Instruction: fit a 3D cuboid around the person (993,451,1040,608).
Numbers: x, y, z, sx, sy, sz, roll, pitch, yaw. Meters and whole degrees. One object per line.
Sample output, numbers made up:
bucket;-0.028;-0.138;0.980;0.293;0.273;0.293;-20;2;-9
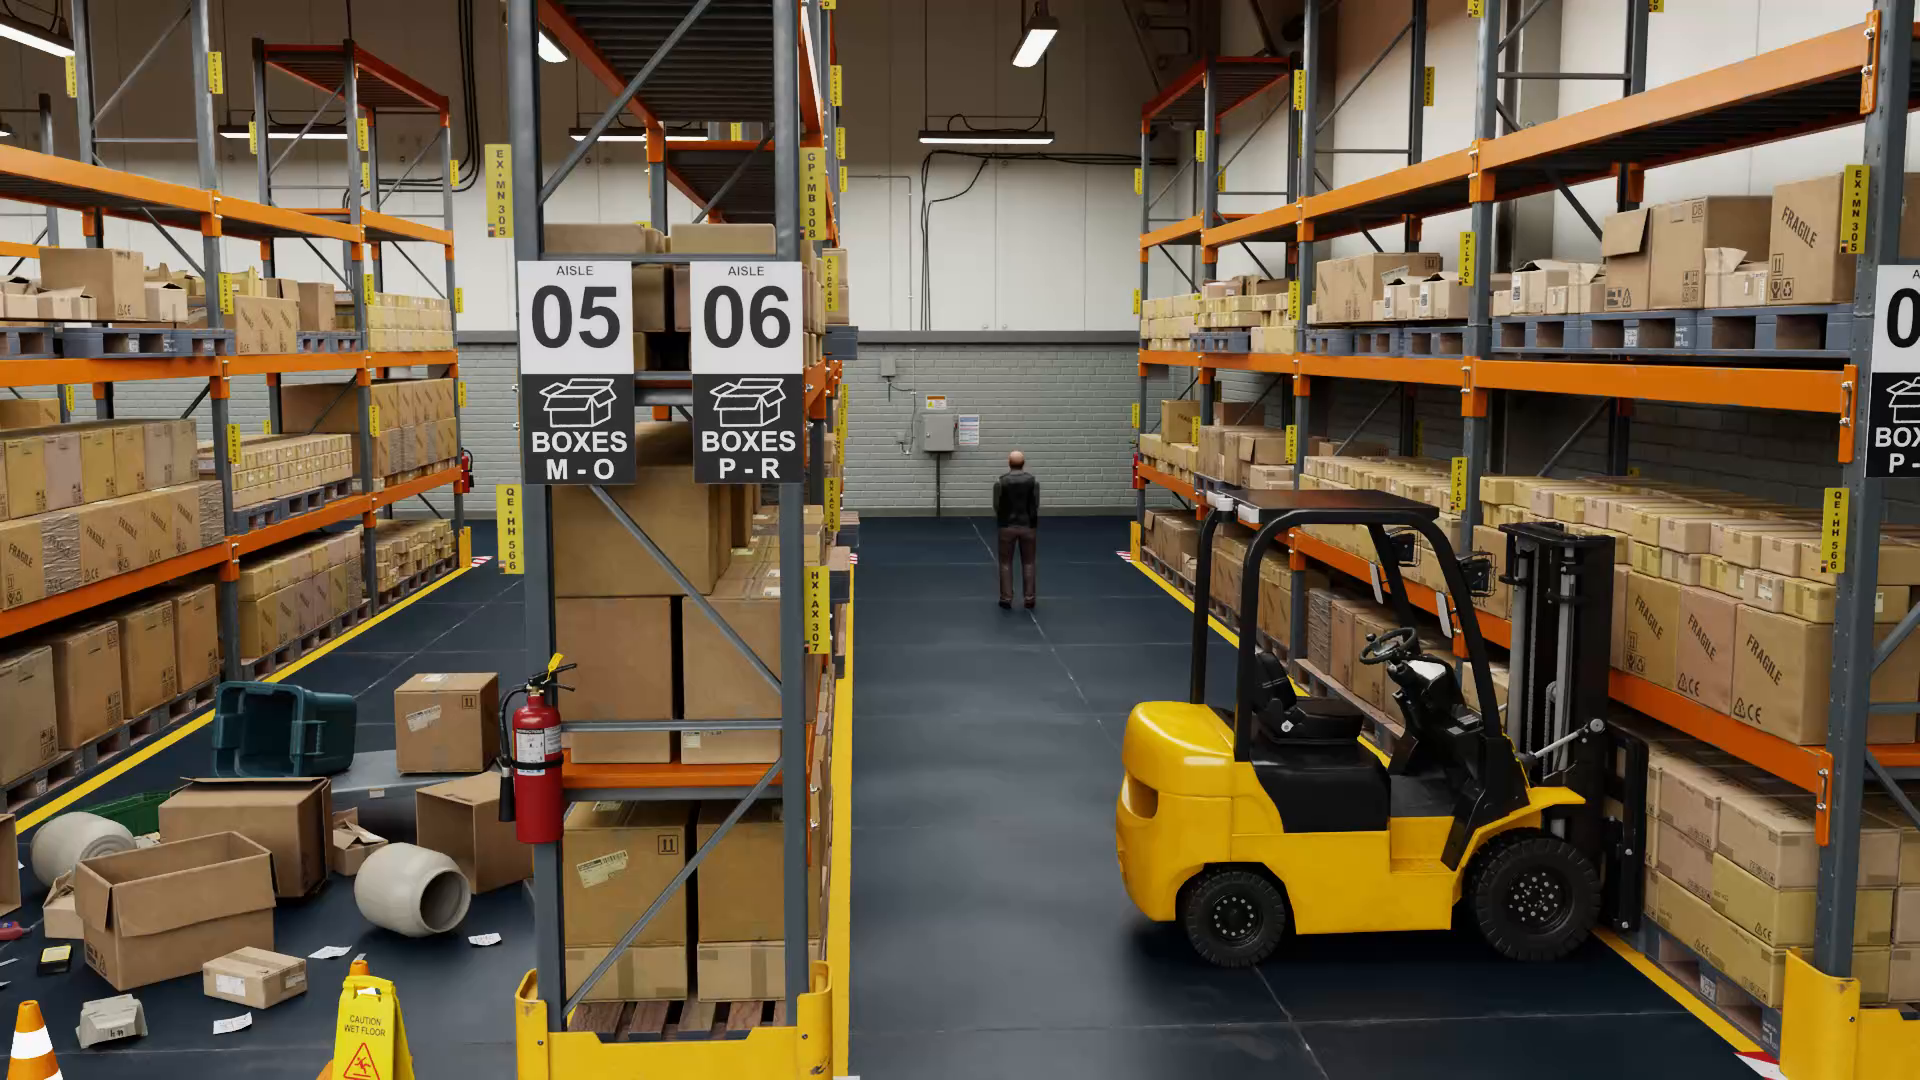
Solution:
person;0.616;-0.126;18.387;0.521;1.726;0.520;0;7;-4
